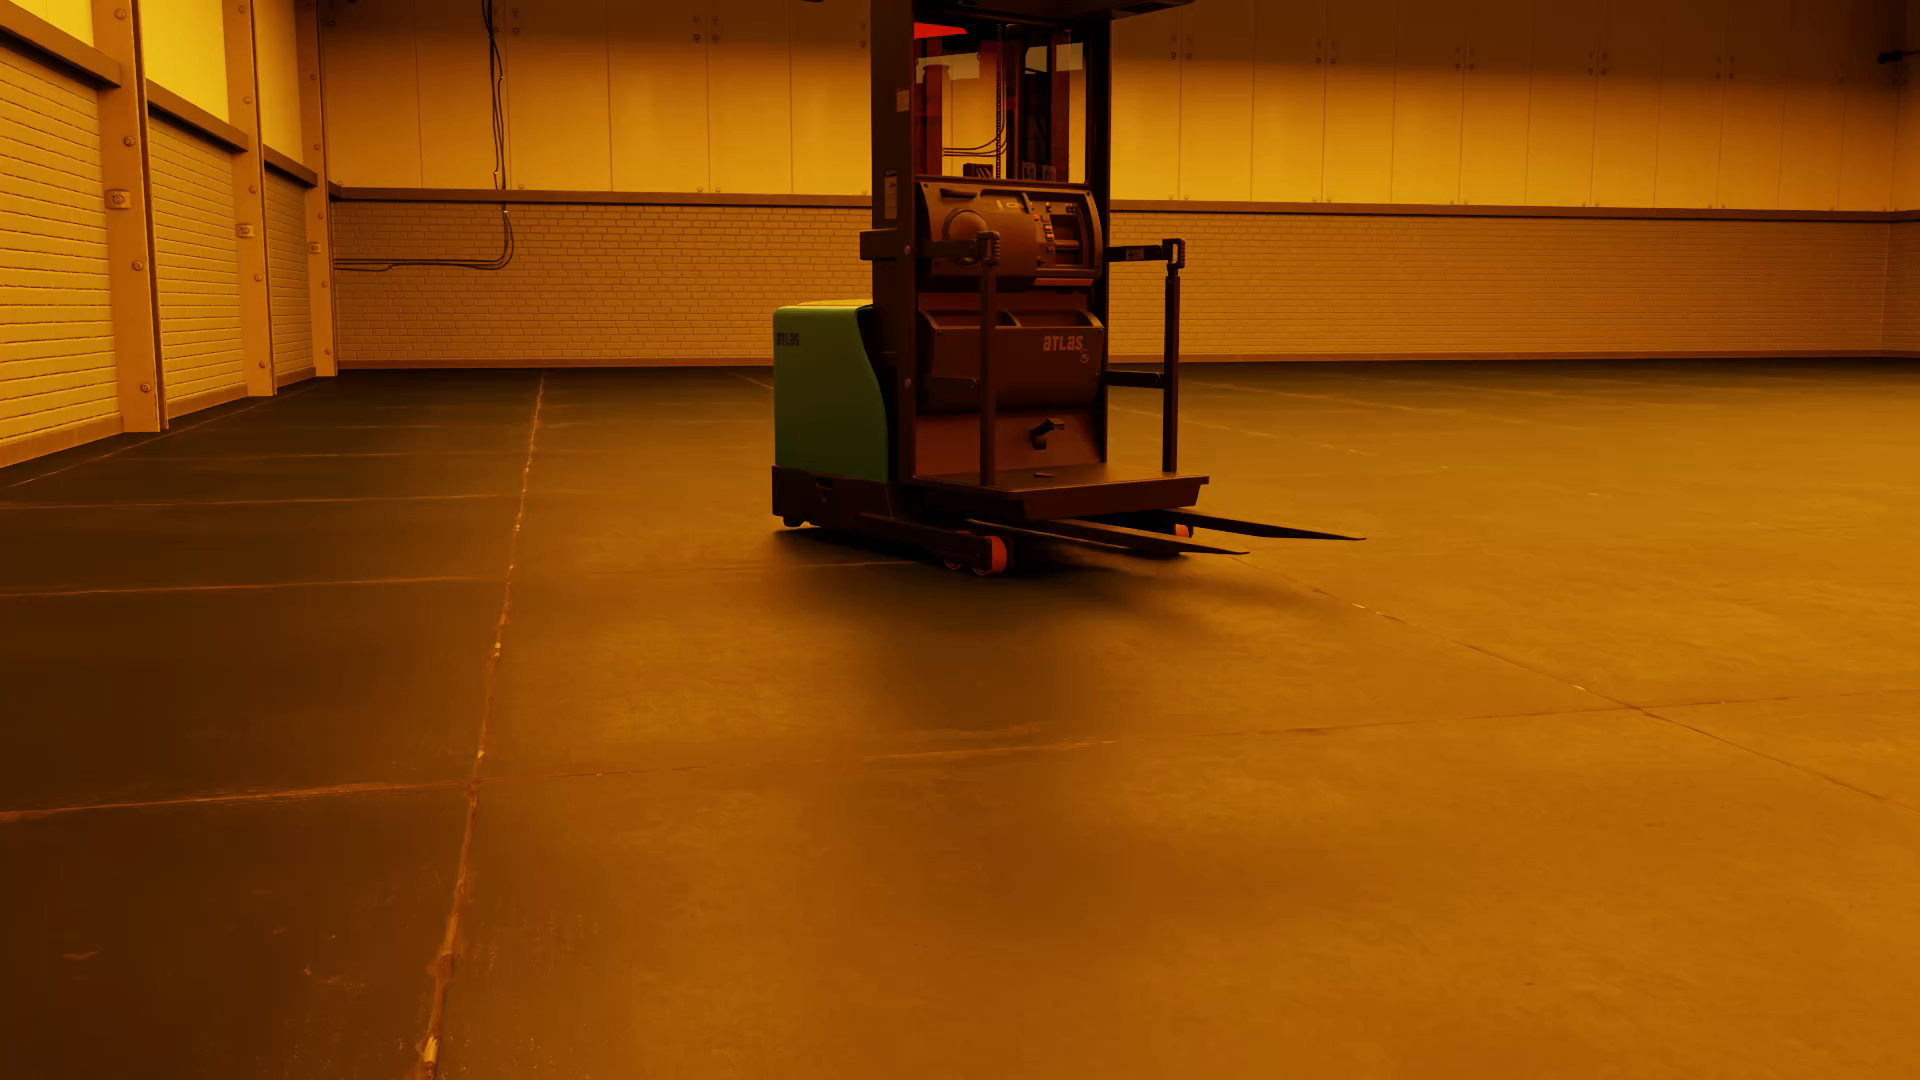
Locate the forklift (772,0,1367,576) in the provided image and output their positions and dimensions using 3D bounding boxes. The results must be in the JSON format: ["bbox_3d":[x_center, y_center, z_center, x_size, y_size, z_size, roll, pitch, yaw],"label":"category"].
[{"bbox_3d":[0.355,-1.383,7.015,1.130,2.935,3.031,-6,10,-35],"label":"forklift"}]
